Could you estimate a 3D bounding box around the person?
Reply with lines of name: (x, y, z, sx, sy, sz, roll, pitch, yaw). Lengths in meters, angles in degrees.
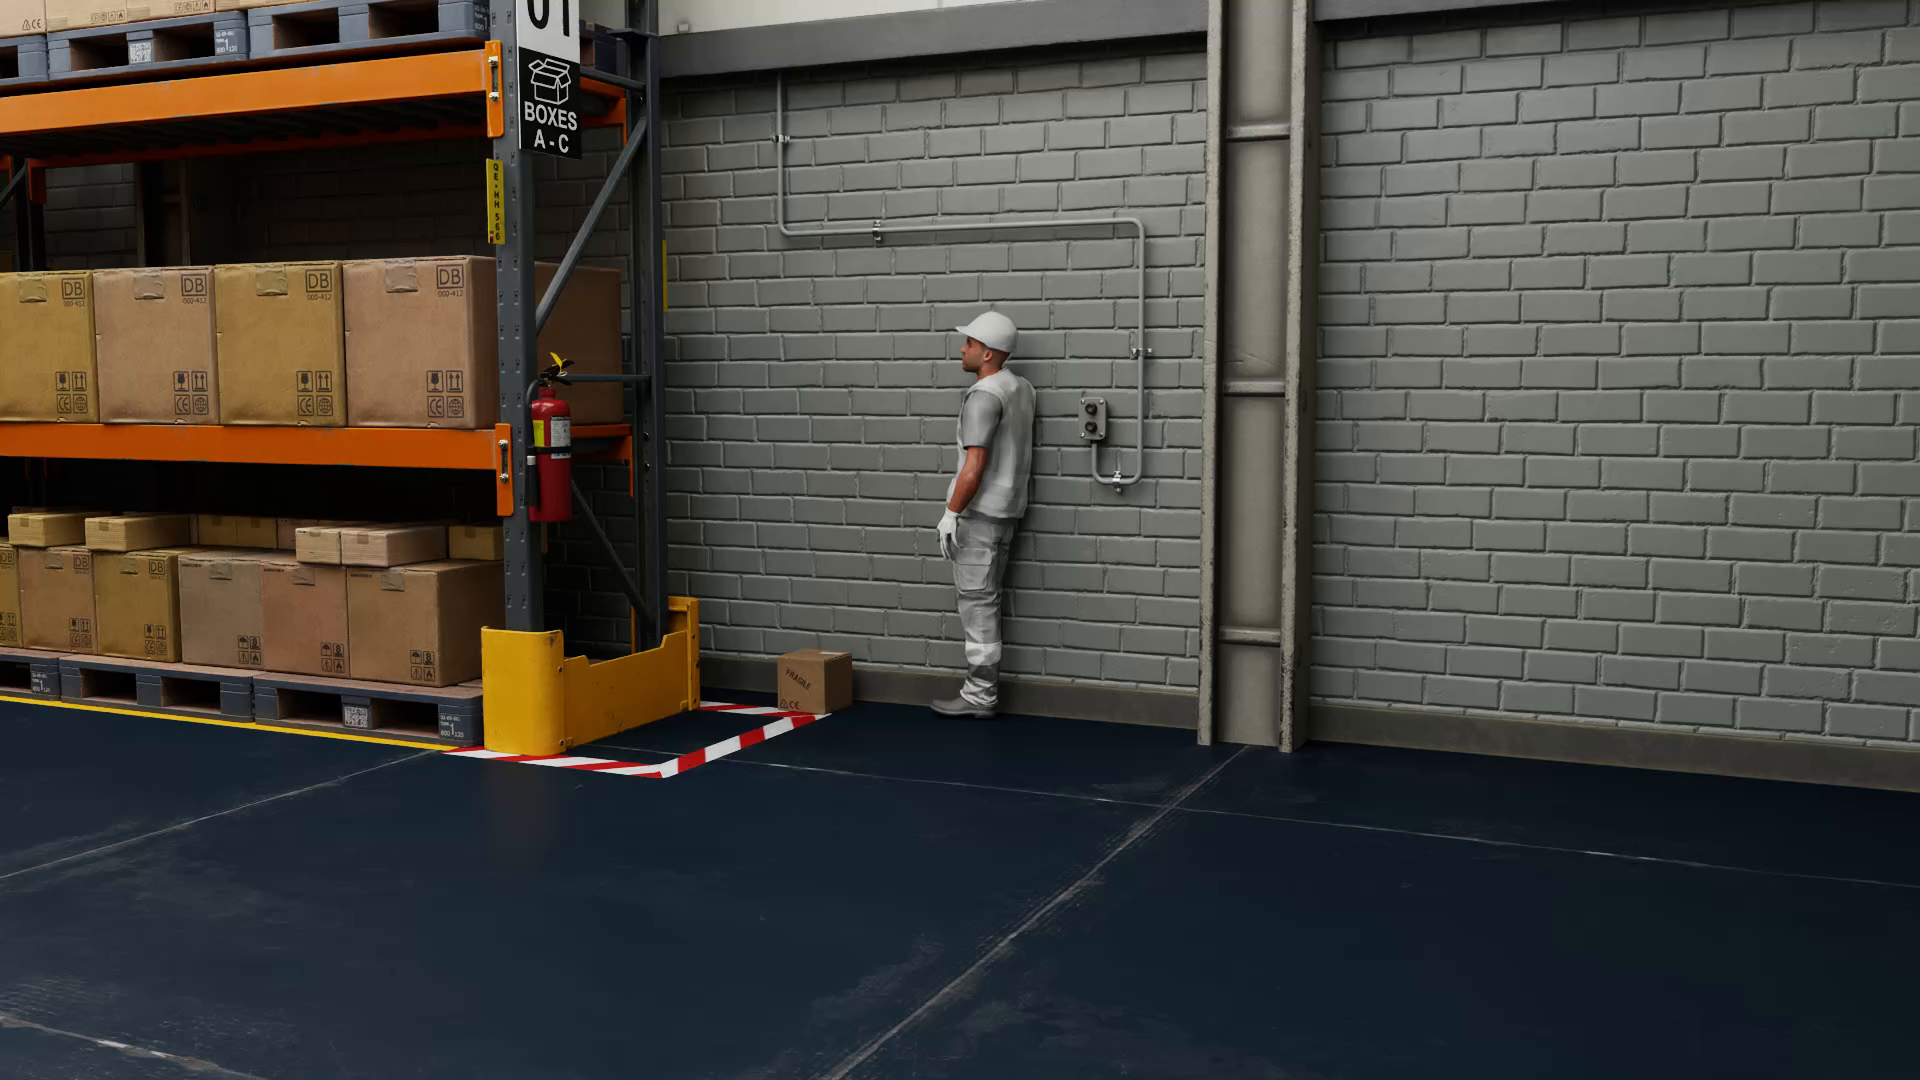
person: (0.039, -0.108, 7.368, 0.564, 1.788, 0.637, 2, 6, 24)
